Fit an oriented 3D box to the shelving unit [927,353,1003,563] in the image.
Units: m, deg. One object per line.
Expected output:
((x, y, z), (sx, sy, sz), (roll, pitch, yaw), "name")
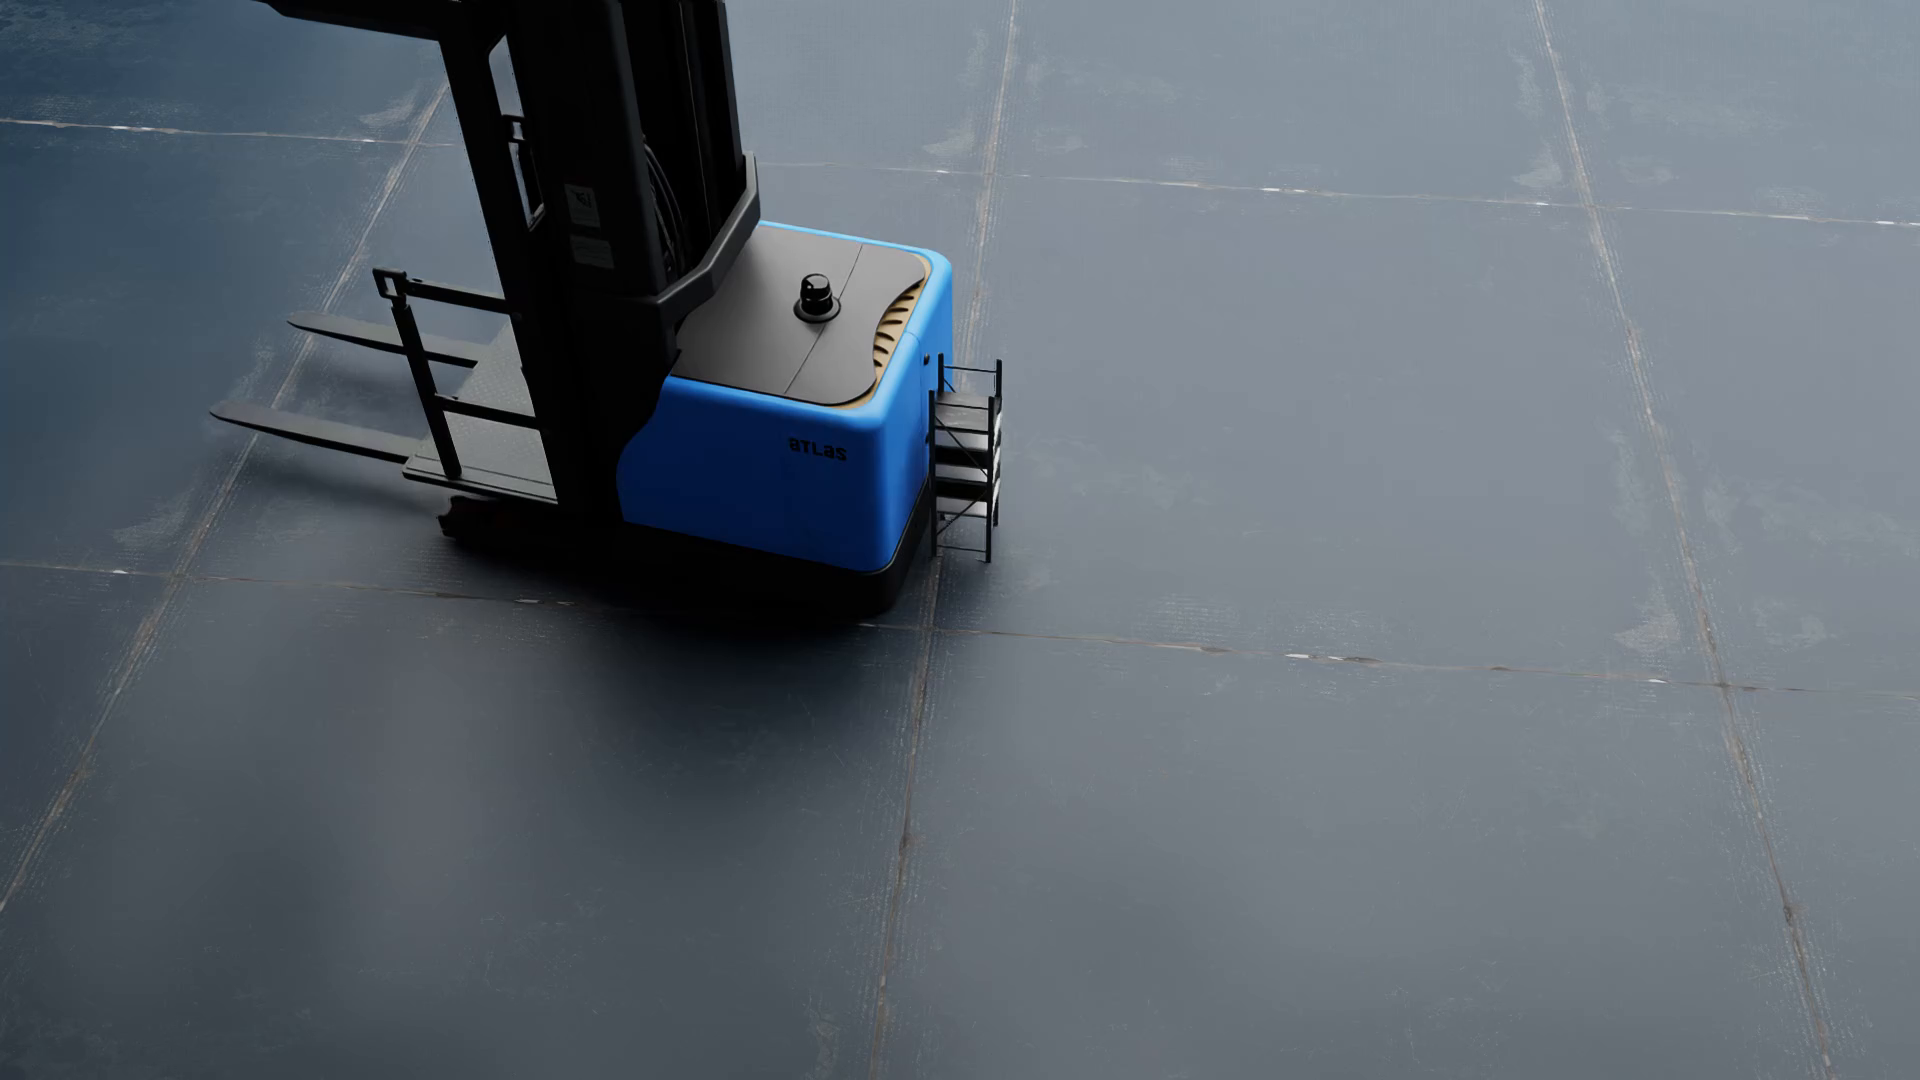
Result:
((0.021, -0.301, 6.415), (0.258, 0.900, 0.210), (7, 48, 6), "shelving unit")

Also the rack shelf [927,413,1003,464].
((0.021, -0.400, 6.307), (0.258, 0.077, 0.200), (7, 48, 6), "rack shelf")

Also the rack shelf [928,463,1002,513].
((0.021, -0.218, 6.506), (0.258, 0.077, 0.200), (7, 48, 6), "rack shelf")

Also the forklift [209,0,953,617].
((-1.590, -1.306, 5.958), (3.031, 2.935, 1.130), (12, 49, 11), "forklift")

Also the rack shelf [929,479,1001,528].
((0.021, -0.157, 6.573), (0.258, 0.077, 0.200), (7, 48, 6), "rack shelf")

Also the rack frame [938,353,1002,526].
((0.037, -0.375, 6.483), (0.240, 0.900, 0.006), (7, 48, 6), "rack frame")

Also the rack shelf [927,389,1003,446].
((0.021, -0.461, 6.241), (0.258, 0.077, 0.200), (7, 48, 6), "rack shelf")

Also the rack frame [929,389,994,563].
((0.005, -0.227, 6.348), (0.240, 0.900, 0.006), (7, 48, 6), "rack frame")

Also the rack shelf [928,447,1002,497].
((0.021, -0.278, 6.440), (0.258, 0.077, 0.200), (7, 48, 6), "rack shelf")

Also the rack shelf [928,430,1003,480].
((0.021, -0.339, 6.374), (0.258, 0.077, 0.200), (7, 48, 6), "rack shelf")
